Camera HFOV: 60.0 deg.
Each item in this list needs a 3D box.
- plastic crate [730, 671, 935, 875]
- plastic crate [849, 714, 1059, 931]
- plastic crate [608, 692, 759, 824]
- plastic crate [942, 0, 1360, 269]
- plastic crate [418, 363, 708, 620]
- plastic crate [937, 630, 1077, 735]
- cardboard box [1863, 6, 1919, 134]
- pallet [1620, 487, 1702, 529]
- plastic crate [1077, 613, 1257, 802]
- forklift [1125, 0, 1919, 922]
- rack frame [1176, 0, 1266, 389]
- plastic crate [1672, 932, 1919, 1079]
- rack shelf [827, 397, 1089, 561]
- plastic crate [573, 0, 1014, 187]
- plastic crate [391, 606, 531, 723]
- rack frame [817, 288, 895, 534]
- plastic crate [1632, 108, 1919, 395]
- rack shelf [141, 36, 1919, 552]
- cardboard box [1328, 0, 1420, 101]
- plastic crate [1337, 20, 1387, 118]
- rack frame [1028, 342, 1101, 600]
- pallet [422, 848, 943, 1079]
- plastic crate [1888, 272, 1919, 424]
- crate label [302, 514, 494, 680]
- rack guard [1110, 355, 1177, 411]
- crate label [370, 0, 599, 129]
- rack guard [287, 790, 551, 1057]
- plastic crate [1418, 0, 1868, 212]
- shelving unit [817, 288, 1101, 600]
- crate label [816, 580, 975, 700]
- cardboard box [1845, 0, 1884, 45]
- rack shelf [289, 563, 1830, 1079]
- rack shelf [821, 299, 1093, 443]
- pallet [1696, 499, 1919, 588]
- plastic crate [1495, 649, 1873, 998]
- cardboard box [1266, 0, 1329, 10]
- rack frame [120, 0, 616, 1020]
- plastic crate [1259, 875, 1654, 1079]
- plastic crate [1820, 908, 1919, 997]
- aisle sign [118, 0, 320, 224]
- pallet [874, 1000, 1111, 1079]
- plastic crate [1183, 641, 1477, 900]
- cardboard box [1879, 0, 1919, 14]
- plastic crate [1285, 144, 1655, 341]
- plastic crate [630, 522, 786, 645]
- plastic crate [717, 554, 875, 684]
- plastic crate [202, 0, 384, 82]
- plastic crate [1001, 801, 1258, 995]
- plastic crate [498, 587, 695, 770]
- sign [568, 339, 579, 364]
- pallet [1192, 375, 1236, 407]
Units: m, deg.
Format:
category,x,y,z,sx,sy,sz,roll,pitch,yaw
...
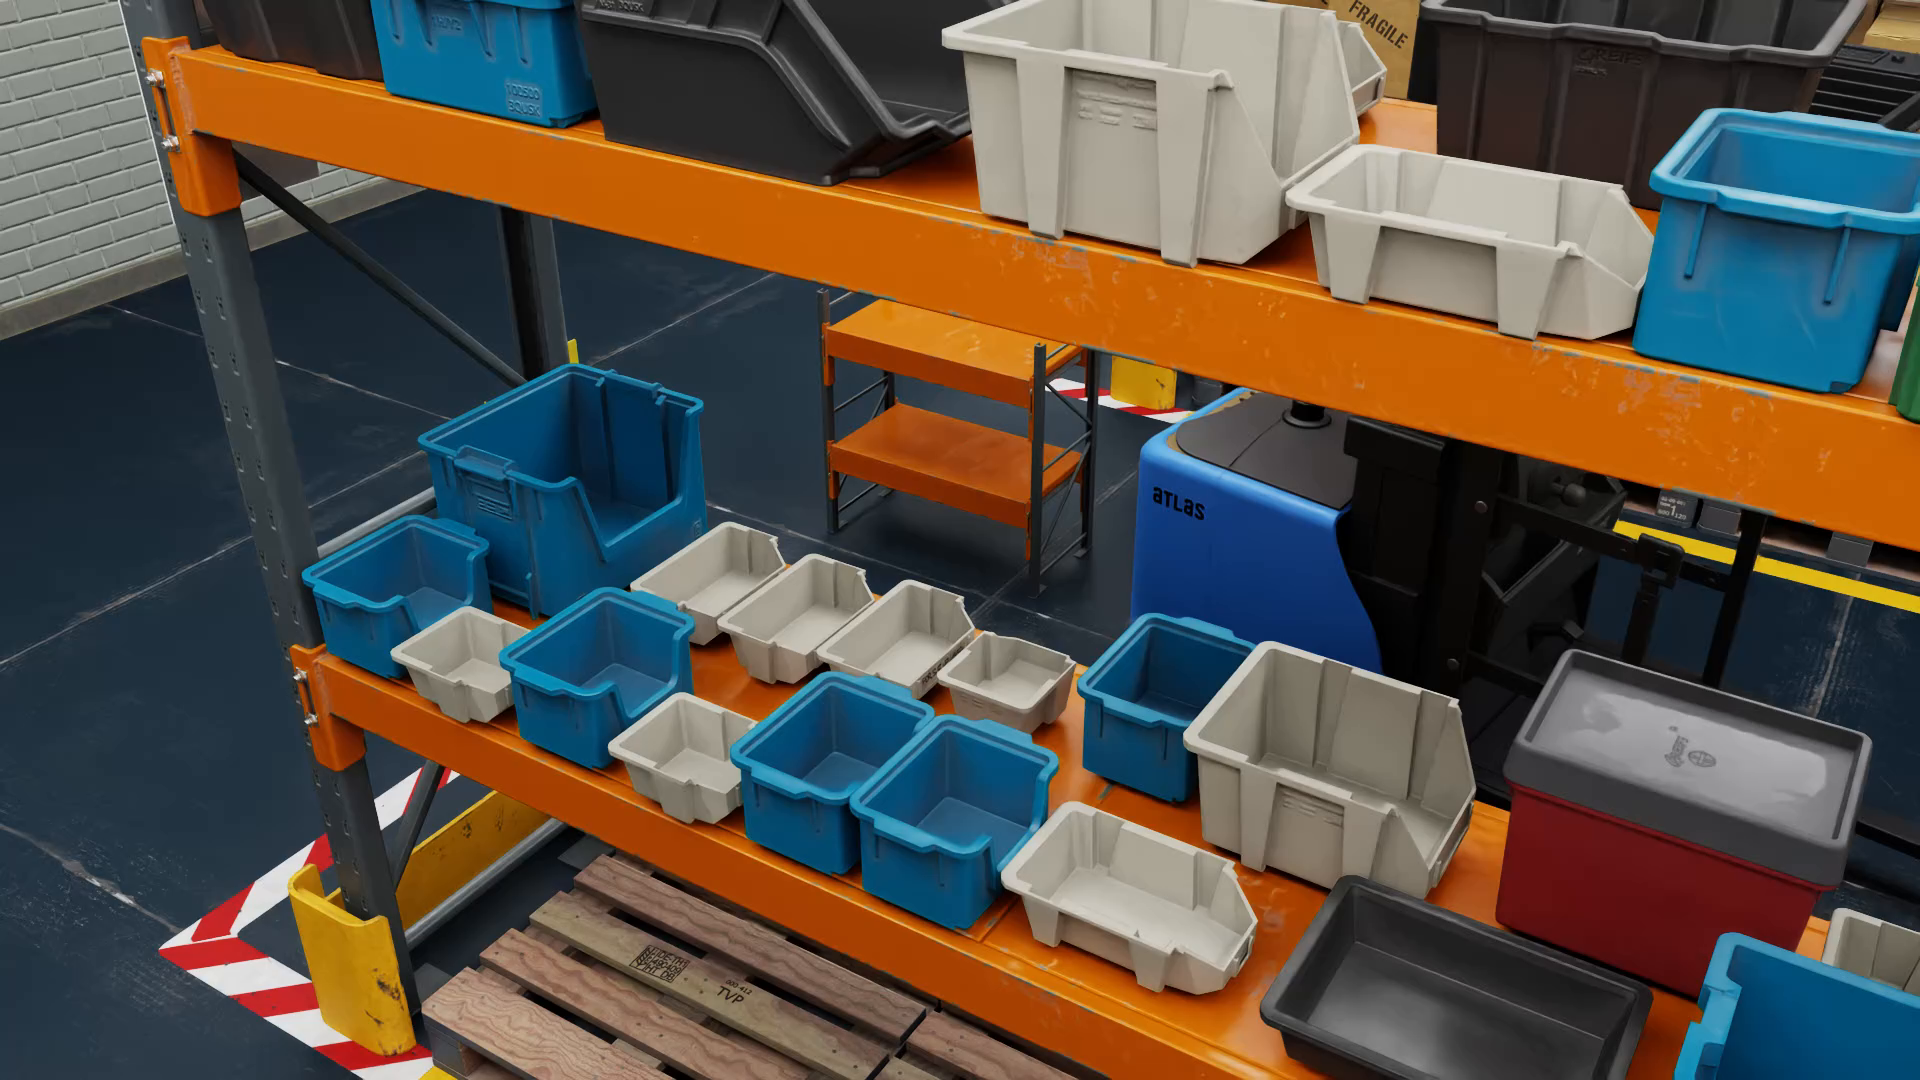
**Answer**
category,x,y,z,sx,sy,sz,roll,pitch,yaw
plastic crate,-0.262,0.499,3.524,0.300,0.233,0.416,18,35,27
plastic crate,-0.008,0.580,3.386,0.300,0.233,0.416,18,35,27
plastic crate,-0.575,0.491,3.634,0.298,0.136,0.250,18,35,27
plastic crate,0.302,-0.626,2.487,0.530,0.282,0.437,18,35,27
plastic crate,-1.029,-0.138,4.415,0.499,0.435,0.616,18,35,27
plastic crate,0.123,0.342,3.889,0.250,0.136,0.298,18,35,27
cardboard box,3.656,-1.682,6.265,0.500,0.500,0.500,18,35,28
pallet,2.970,-0.508,7.911,1.213,0.211,1.003,18,35,27
plastic crate,0.464,0.380,3.728,0.300,0.233,0.416,18,35,27
forklift,2.044,-0.363,4.963,3.031,2.935,1.130,24,38,35
rack frame,1.222,-2.221,8.080,0.127,3.000,1.000,18,35,27
plastic crate,1.400,0.966,2.573,0.575,0.384,0.392,18,35,27
rack shelf,-0.006,-0.276,7.093,1.000,0.278,0.538,18,35,27
plastic crate,-0.264,-0.849,2.813,0.767,0.338,0.504,18,35,27
plastic crate,-1.150,0.309,3.945,0.298,0.136,0.250,18,35,27
rack frame,-0.436,-0.624,7.203,0.032,1.125,0.500,18,35,27
plastic crate,1.036,-0.366,2.090,0.300,0.233,0.416,18,35,27
rack shelf,0.282,-0.556,2.963,4.000,0.370,1.077,18,35,27
cardboard box,1.908,-2.230,7.206,0.500,0.500,0.500,17,34,26
plastic crate,0.471,-0.841,2.999,0.530,0.136,0.437,18,35,27
rack frame,0.425,-0.351,6.736,0.032,1.125,0.500,18,35,27
pallet,-0.734,1.335,4.752,1.213,0.211,1.003,18,35,27
plastic crate,1.457,-0.224,1.890,0.662,0.188,0.450,18,35,27
crate label,-1.377,0.146,4.129,0.303,0.233,0.416,18,35,27
rack guard,1.201,-1.147,8.720,0.348,0.500,1.175,18,35,27
crate label,-0.802,-0.953,3.078,0.502,0.251,0.408,18,35,27
rack guard,-1.439,0.972,5.088,0.348,0.500,1.175,18,35,27
plastic crate,1.070,-0.724,2.667,0.590,0.269,0.497,18,35,27
shelving unit,-0.006,-0.488,6.970,1.048,1.125,0.538,18,35,27
crate label,-0.138,0.271,4.012,0.243,0.136,0.396,18,35,27
cardboard box,3.484,-2.047,6.891,0.500,0.500,0.500,16,34,26
rack shelf,0.282,0.740,3.719,4.000,0.370,1.077,18,35,27
rack shelf,-0.006,-0.740,6.822,1.000,0.278,0.538,18,35,27
pallet,4.007,-0.182,7.352,1.213,0.211,1.003,18,35,27
plastic crate,1.353,0.565,3.182,0.583,0.464,0.402,18,35,27
cardboard box,1.774,-2.590,7.822,0.500,0.500,0.500,18,35,28
rack frame,-1.412,-0.107,4.456,0.127,3.000,1.000,18,35,27
plastic crate,0.886,0.873,2.991,0.590,0.125,0.437,18,35,27
plastic crate,1.658,0.867,2.989,0.243,0.136,0.396,18,35,27
aisle sign,-1.630,-1.122,3.617,0.004,0.787,0.394,18,35,27
pallet,0.295,1.663,4.191,1.213,0.211,1.003,18,35,27
plastic crate,0.781,0.502,3.470,0.530,0.282,0.437,18,35,27
cardboard box,3.927,-1.909,6.655,0.500,0.500,0.500,18,35,27
plastic crate,0.697,-0.395,2.235,0.466,0.136,0.293,18,35,27
plastic crate,-0.625,0.123,4.265,0.243,0.136,0.396,18,35,27
plastic crate,-0.387,0.206,4.122,0.243,0.136,0.396,18,35,27
plastic crate,-1.234,-1.124,3.352,0.590,0.269,0.497,18,35,27
plastic crate,0.342,0.715,3.250,0.466,0.136,0.293,18,35,27
plastic crate,-0.820,0.323,3.827,0.300,0.233,0.416,18,35,27
sign,-1.133,-0.416,4.825,0.005,0.325,0.100,18,35,27
pallet,1.940,-0.835,8.472,1.213,0.211,1.003,18,35,27
